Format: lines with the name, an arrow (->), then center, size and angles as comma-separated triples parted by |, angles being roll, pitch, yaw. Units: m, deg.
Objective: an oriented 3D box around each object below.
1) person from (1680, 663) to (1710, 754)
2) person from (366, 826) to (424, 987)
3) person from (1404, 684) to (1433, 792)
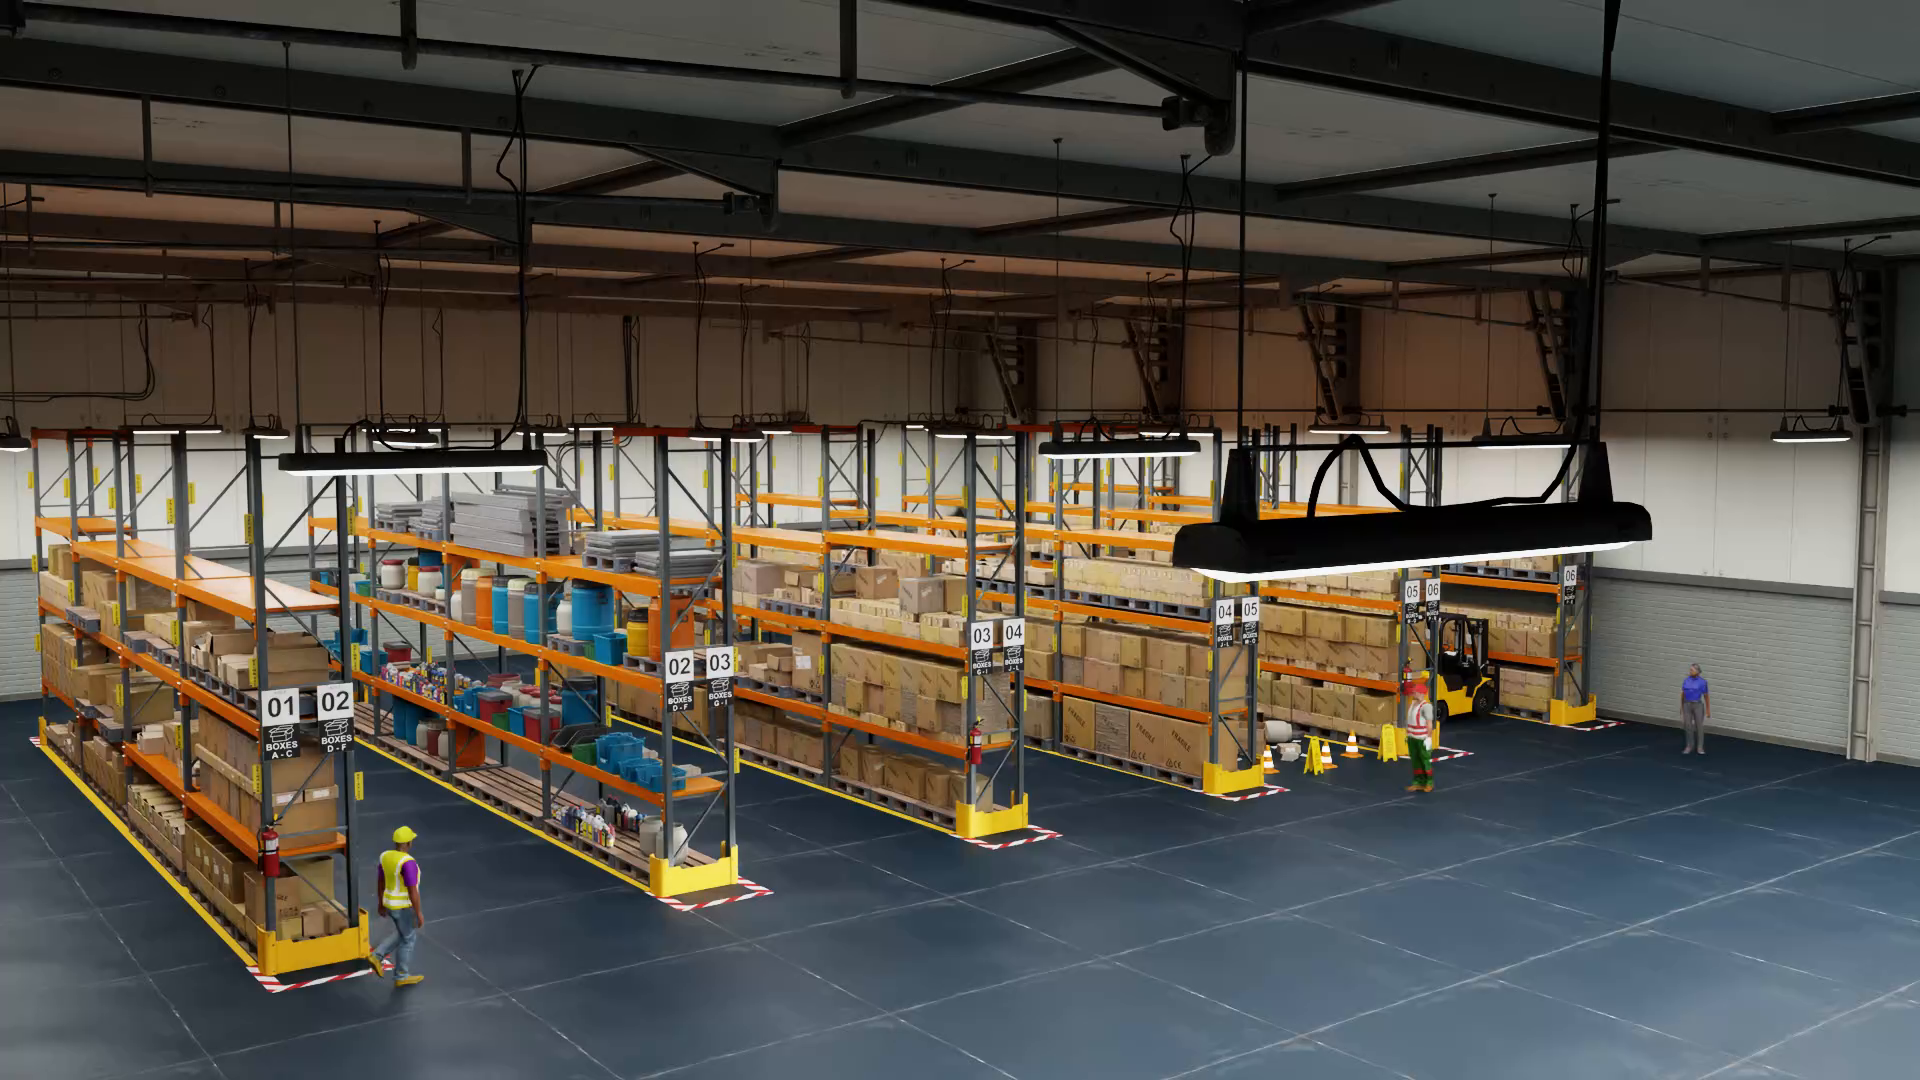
person -> 13.533, 3.117, 30.590 | 0.351, 1.700, 0.551 | -4, 6, -44
person -> -6.163, 4.012, 18.169 | 0.544, 1.753, 0.581 | -3, 6, -37
person -> 7.641, 3.279, 27.560 | 0.441, 1.812, 0.658 | -2, 5, -29
